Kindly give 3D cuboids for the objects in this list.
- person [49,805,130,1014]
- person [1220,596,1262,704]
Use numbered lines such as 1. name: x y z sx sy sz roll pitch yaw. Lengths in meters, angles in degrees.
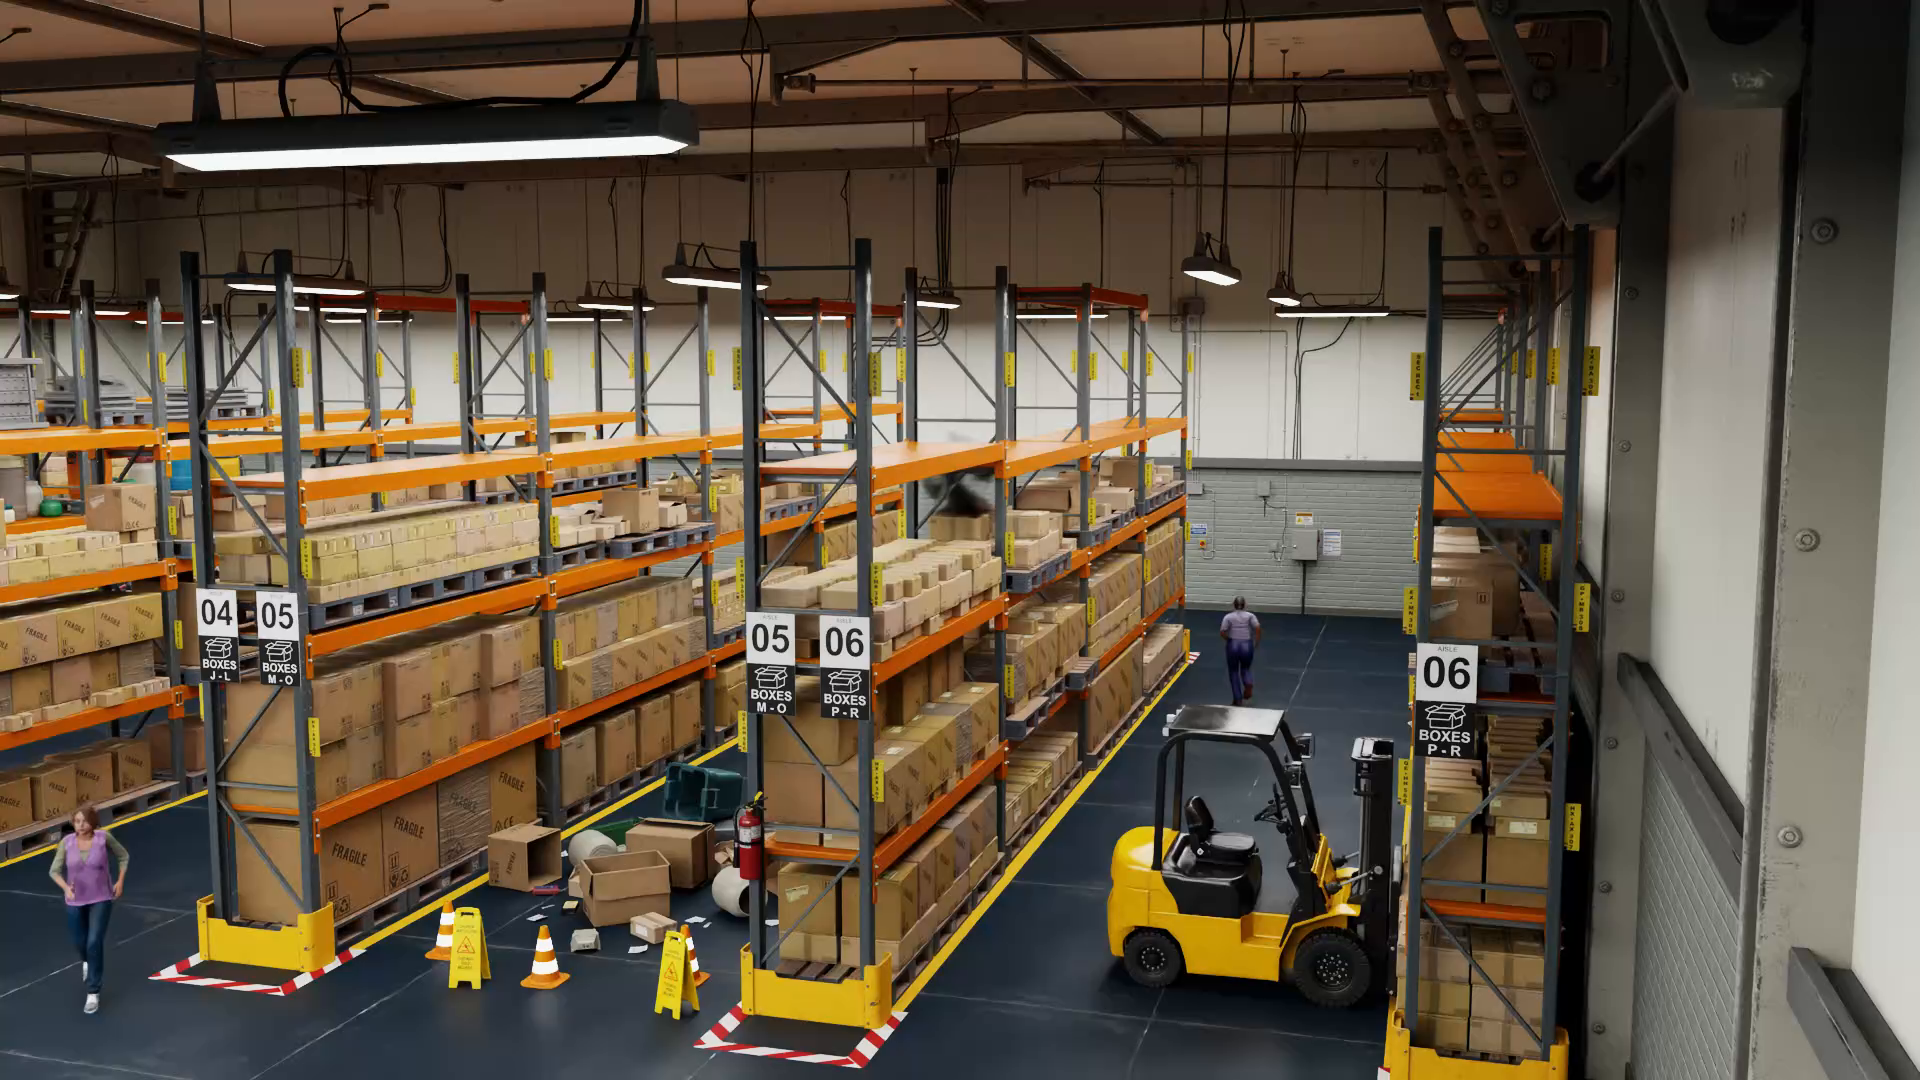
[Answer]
1. person: -6.963 2.908 13.337 0.566 1.583 0.744 -2 7 -18
2. person: 4.153 1.617 24.663 0.593 1.598 0.588 0 6 3
